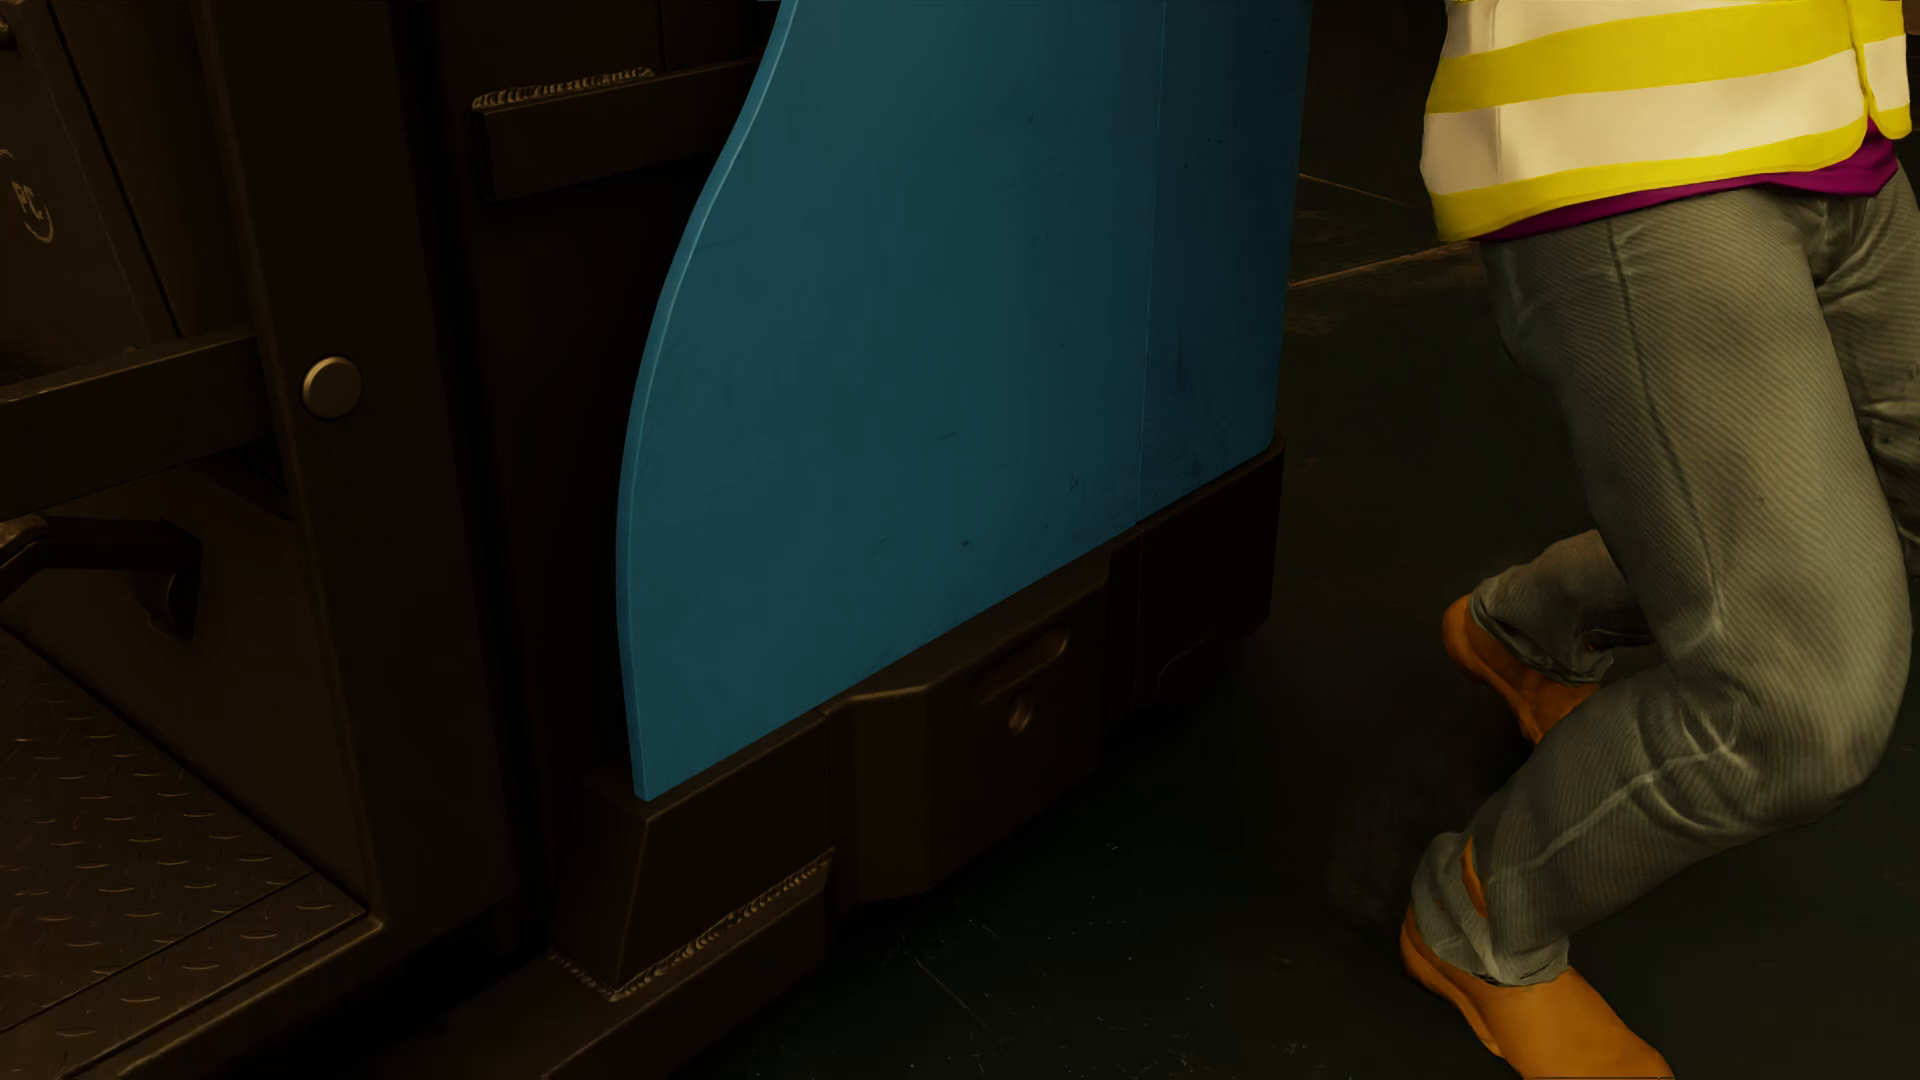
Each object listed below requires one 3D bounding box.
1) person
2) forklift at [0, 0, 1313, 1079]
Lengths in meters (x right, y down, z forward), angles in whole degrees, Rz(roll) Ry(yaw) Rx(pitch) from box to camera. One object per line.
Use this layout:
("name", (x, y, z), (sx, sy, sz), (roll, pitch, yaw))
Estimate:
("person", (0.606, -0.278, 1.360), (1.162, 1.635, 0.723), (-24, 35, -39))
("forklift", (-0.942, -0.811, 0.848), (1.130, 2.935, 3.031), (21, 34, 36))
